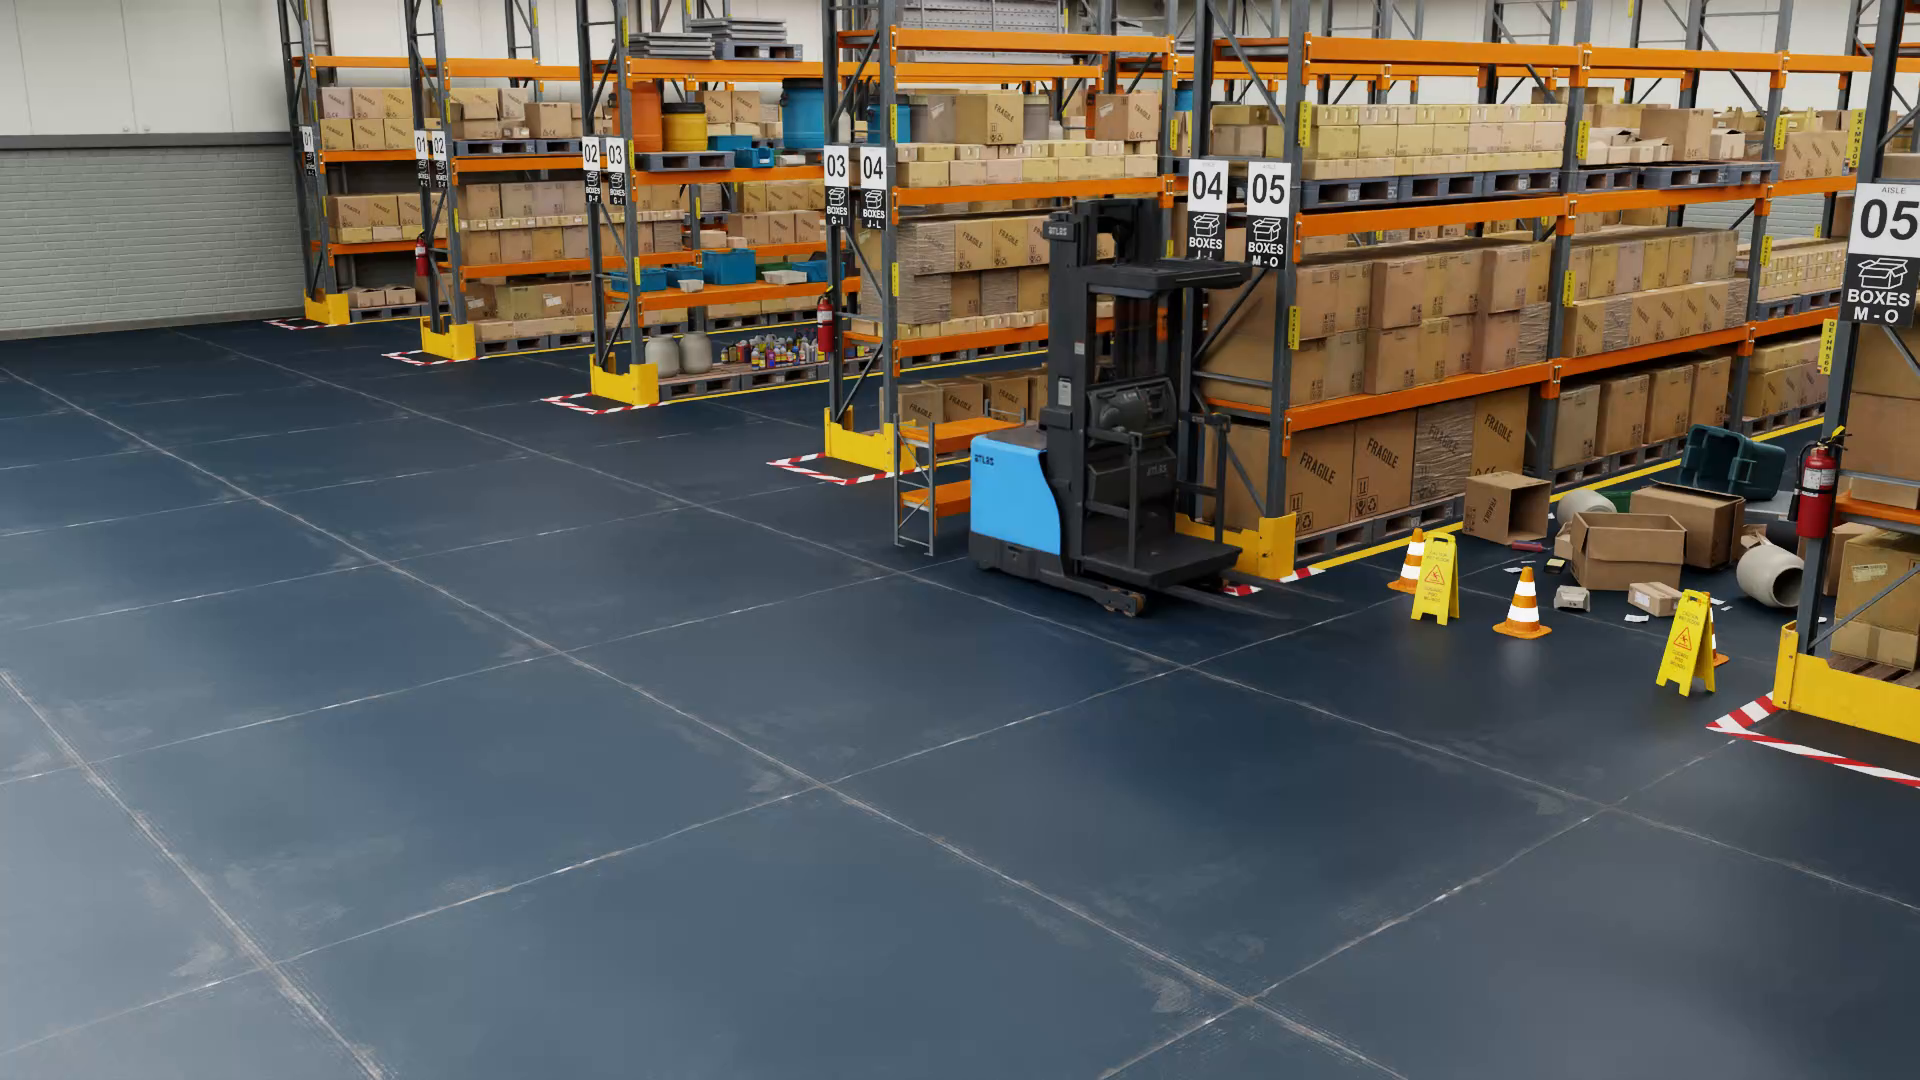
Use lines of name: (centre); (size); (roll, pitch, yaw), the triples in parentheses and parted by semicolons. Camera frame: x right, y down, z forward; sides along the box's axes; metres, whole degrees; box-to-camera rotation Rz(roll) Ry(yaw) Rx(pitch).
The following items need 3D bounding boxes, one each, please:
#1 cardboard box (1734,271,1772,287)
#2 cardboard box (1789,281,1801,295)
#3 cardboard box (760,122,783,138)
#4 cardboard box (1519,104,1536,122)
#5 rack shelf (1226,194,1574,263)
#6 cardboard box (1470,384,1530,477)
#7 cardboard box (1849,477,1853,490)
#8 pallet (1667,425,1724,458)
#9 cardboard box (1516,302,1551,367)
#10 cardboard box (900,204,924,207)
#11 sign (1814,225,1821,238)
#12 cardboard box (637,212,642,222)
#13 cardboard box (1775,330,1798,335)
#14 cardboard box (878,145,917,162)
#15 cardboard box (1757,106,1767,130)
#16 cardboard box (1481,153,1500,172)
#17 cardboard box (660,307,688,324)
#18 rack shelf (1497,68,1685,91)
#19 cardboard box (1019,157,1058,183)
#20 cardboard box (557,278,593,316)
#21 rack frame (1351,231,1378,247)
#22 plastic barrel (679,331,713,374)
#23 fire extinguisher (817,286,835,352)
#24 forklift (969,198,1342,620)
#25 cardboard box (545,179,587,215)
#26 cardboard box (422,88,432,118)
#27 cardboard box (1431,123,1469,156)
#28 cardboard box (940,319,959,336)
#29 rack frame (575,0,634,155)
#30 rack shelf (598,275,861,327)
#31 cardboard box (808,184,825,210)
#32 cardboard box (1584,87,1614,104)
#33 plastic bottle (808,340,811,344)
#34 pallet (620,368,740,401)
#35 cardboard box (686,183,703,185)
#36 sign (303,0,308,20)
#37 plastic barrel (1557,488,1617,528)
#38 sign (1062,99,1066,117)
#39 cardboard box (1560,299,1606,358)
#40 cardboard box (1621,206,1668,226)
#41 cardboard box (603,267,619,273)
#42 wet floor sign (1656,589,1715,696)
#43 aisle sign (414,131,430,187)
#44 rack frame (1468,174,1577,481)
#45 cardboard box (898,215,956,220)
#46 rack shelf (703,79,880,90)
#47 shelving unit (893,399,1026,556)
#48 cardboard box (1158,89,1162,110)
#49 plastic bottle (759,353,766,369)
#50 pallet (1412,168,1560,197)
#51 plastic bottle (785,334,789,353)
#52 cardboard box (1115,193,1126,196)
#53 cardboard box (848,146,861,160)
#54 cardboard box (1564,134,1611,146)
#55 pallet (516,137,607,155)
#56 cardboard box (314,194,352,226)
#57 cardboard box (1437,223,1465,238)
cardboard box: (8.716, -2.893, 18.364); (0.250, 0.149, 0.380); (-12, 19, -37)
cardboard box: (9.298, -2.880, 18.893); (0.250, 0.149, 0.380); (-12, 19, -37)
cardboard box: (-2.995, -6.751, 27.375); (0.500, 0.250, 0.500); (14, 20, 42)
cardboard box: (4.755, -3.702, 14.419); (0.250, 0.149, 0.380); (-13, 20, -39)
rack shelf: (3.693, -2.710, 14.164); (4.000, 0.370, 1.077); (-13, 19, -39)
cardboard box: (4.681, -1.031, 15.599); (0.875, 0.875, 0.875); (-12, 19, -39)
cardboard box: (5.770, -0.371, 10.314); (0.250, 0.149, 0.380); (-13, 20, -40)
pallet: (7.575, -1.159, 18.179); (1.213, 0.211, 1.003); (-13, 19, -39)
cardboard box: (4.931, -1.955, 15.465); (0.550, 0.550, 0.875); (-13, 19, -39)
cardboard box: (-1.059, -5.916, 29.580); (0.700, 0.500, 0.500); (8, 17, 28)
sign: (10.875, -3.825, 21.080); (0.005, 0.325, 0.100); (-13, 19, -39)
cardboard box: (-5.124, -5.002, 25.713); (0.250, 0.149, 0.380); (-13, 20, -39)
cardboard box: (9.718, -2.410, 20.036); (0.500, 0.250, 0.500); (-12, 19, -37)
cardboard box: (-0.636, -3.823, 16.456); (0.250, 0.149, 0.380); (-13, 20, -40)
cardboard box: (9.311, -4.833, 19.042); (0.258, 0.266, 0.396); (-13, 19, -39)
cardboard box: (4.371, -3.230, 14.197); (0.250, 0.149, 0.380); (-12, 19, -38)
cardboard box: (-4.684, -3.612, 26.476); (0.500, 0.250, 0.500); (-13, 19, -39)
rack shelf: (9.566, -6.981, 25.118); (4.000, 0.370, 1.077); (-13, 19, -39)
cardboard box: (0.688, -3.921, 17.595); (0.500, 0.250, 0.500); (-12, 19, -38)
cardboard box: (-5.811, -3.719, 25.423); (0.500, 0.500, 0.500); (-13, 19, -39)
rack frame: (5.040, -3.607, 21.943); (0.127, 3.000, 1.000); (-13, 19, -39)
plastic barrel: (-3.422, -2.429, 21.537); (0.421, 0.512, 0.421); (0, 15, 0)
fire extinguisher: (-1.384, -2.285, 17.143); (0.183, 0.674, 0.296); (-13, 19, -39)
forklift: (1.439, -1.005, 12.332); (1.130, 2.935, 3.031); (-13, 20, -41)
cardboard box: (-5.944, -5.203, 25.207); (0.500, 0.500, 0.700); (-13, 19, -39)
cardboard box: (-9.421, -7.517, 28.596); (0.500, 0.500, 0.500); (-13, 20, -39)
cardboard box: (3.858, -3.330, 13.797); (0.500, 0.250, 0.500); (-13, 20, -40)
cardboard box: (-0.224, -2.211, 17.201); (0.250, 0.149, 0.380); (-13, 19, -39)
rack frame: (-4.247, -6.115, 19.705); (0.127, 3.000, 1.000); (-13, 19, -39)
rack shelf: (-2.738, -3.208, 21.840); (4.000, 0.370, 1.077); (-13, 19, -39)
cardboard box: (-3.017, -6.995, 33.816); (0.500, 0.500, 0.500); (-12, 19, -38)
cardboard box: (9.544, -6.733, 25.179); (0.500, 0.250, 0.500); (-13, 20, -41)
plastic bottle: (-2.001, -2.557, 22.423); (0.133, 0.283, 0.061); (-13, 19, -39)
pallet: (-3.604, -2.028, 21.433); (1.213, 0.211, 1.003); (-13, 19, -39)
cardboard box: (-5.189, -6.953, 32.164); (0.380, 0.149, 0.250); (12, 19, 38)
sign: (-10.394, -8.427, 26.399); (0.005, 0.325, 0.100); (-13, 19, -39)
plastic barrel: (5.353, -0.212, 14.222); (0.421, 0.421, 0.512); (0, 15, -1)
sign: (1.924, -7.996, 30.795); (0.005, 0.325, 0.100); (-13, 19, -39)
cardboard box: (5.775, -2.032, 15.852); (0.500, 0.500, 0.500); (-12, 19, -39)
cardboard box: (10.880, -5.263, 26.400); (0.500, 0.500, 0.500); (-12, 19, -39)
cardboard box: (-6.831, -5.053, 31.346); (0.500, 0.500, 0.700); (-13, 20, -40)
wet floor sign: (4.664, 0.638, 10.610); (0.232, 0.644, 0.267); (-6, 16, -20)
aisle sign: (-7.738, -5.483, 23.929); (0.004, 0.787, 0.394); (-13, 19, -39)
rack frame: (5.202, -1.947, 15.727); (0.127, 3.000, 1.000); (-13, 19, -39)
cardboard box: (-0.369, -3.154, 17.539); (0.500, 0.500, 0.500); (-13, 19, -39)
rack shelf: (-3.206, -9.197, 33.412); (4.000, 0.370, 1.077); (-13, 19, -39)
shelving unit: (0.005, -0.545, 14.109); (1.048, 1.125, 0.538); (-13, 19, -39)
cardboard box: (3.765, -8.714, 33.117); (0.500, 0.500, 0.700); (-13, 19, -39)
plastic bottle: (-2.596, -2.341, 21.772); (0.097, 0.201, 0.097); (0, 15, 0)
pallet: (4.578, -3.217, 14.840); (1.213, 0.211, 1.003); (-13, 19, -39)
plastic bottle: (-2.405, -2.687, 22.906); (0.133, 0.283, 0.061); (-12, 19, -37)
cardboard box: (2.874, -6.945, 32.307); (0.500, 0.500, 0.500); (-13, 20, -41)
cardboard box: (-0.991, -3.929, 16.854); (0.250, 0.149, 0.380); (-13, 19, -39)
cardboard box: (5.989, -3.827, 16.236); (0.500, 0.250, 0.500); (-13, 20, -40)
pallet: (-6.024, -5.910, 24.923); (1.213, 0.211, 1.003); (-13, 19, -39)
cardboard box: (-10.534, -5.566, 28.074); (0.500, 0.500, 0.500); (-13, 20, -40)
cardboard box: (6.597, -4.486, 23.094); (0.637, 0.503, 0.797); (-12, 19, -38)
